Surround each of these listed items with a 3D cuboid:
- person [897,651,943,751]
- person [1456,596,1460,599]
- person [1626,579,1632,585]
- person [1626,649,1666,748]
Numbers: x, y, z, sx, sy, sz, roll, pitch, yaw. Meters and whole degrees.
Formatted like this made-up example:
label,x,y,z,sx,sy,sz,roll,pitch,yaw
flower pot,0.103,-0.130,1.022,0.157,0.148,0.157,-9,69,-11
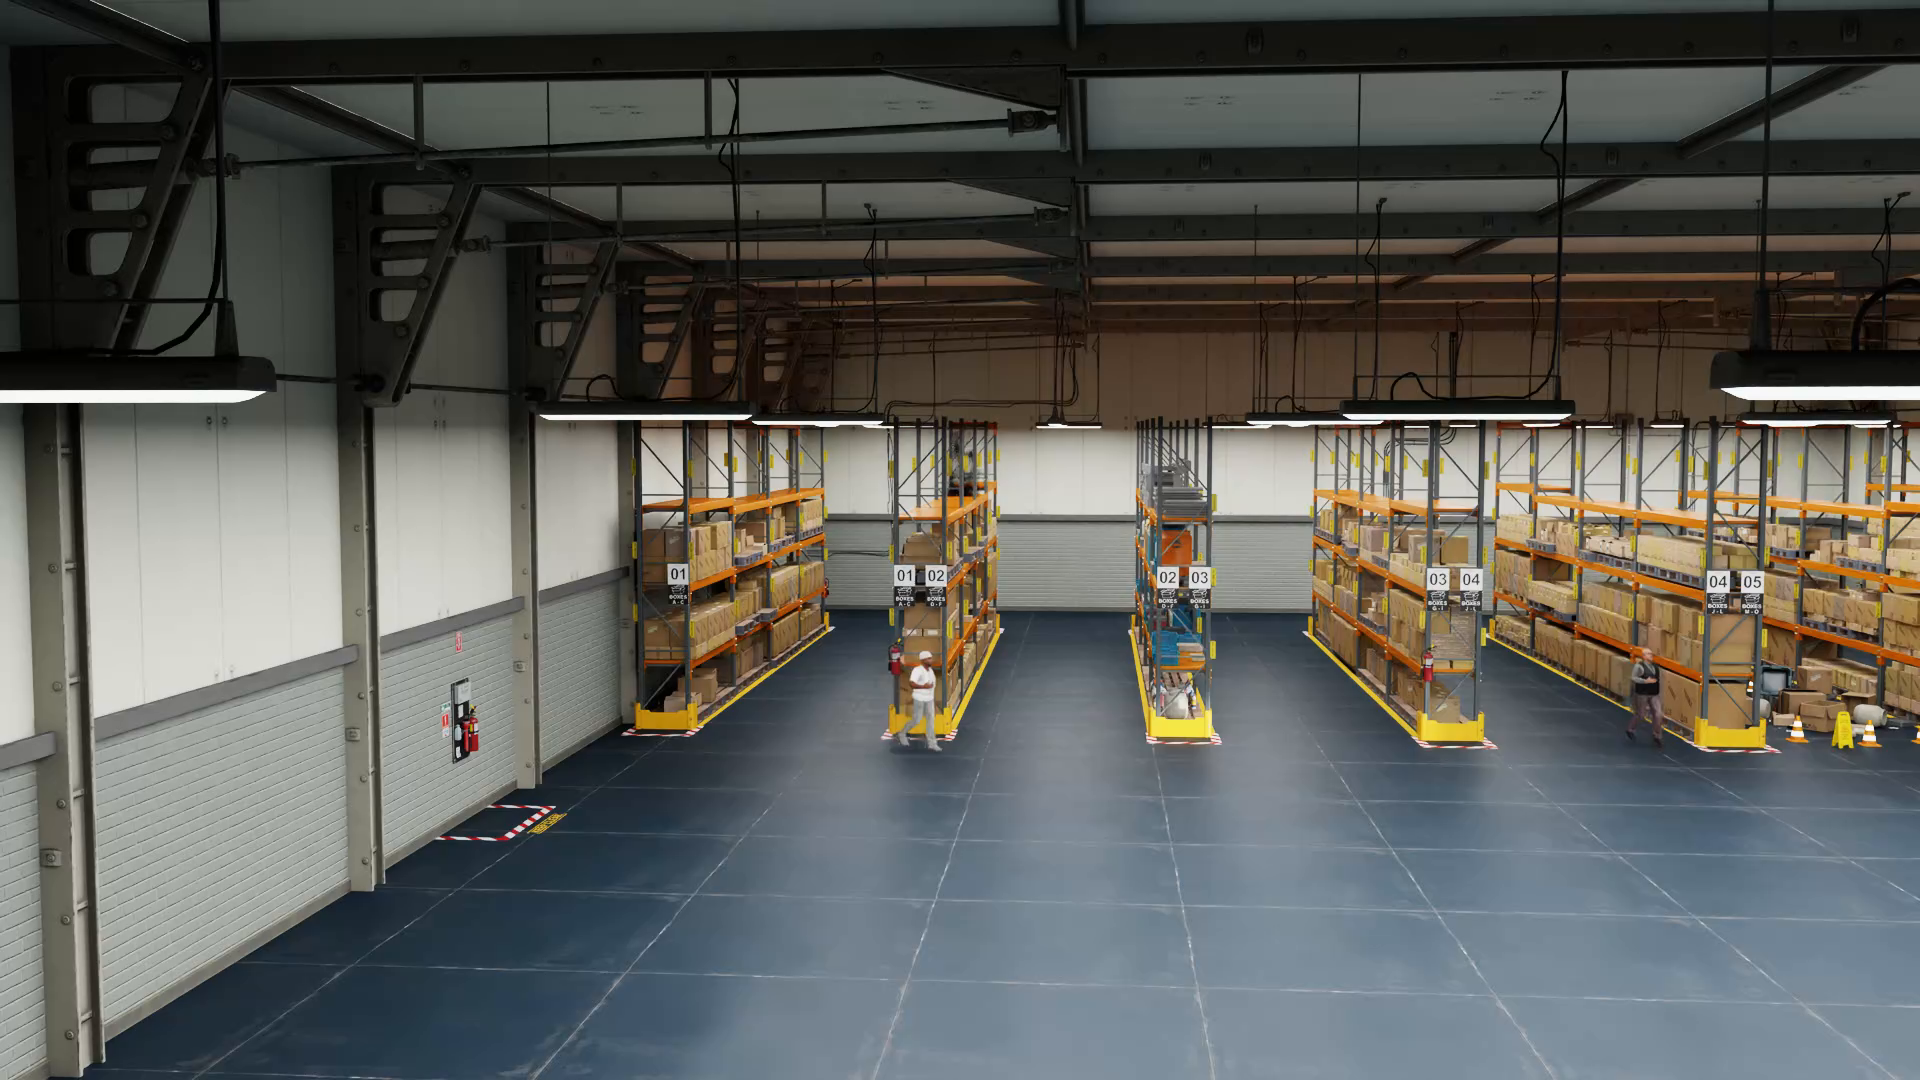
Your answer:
label,x,y,z,sx,sy,sz,roll,pitch,yaw
person,-0.649,2.878,29.902,0.978,1.766,0.710,3,5,39
person,13.484,1.905,44.539,0.648,1.816,0.836,0,4,5
person,19.114,1.759,47.270,0.808,1.784,0.703,0,4,-5
person,12.537,2.869,30.388,0.660,1.770,0.821,-1,4,-14
